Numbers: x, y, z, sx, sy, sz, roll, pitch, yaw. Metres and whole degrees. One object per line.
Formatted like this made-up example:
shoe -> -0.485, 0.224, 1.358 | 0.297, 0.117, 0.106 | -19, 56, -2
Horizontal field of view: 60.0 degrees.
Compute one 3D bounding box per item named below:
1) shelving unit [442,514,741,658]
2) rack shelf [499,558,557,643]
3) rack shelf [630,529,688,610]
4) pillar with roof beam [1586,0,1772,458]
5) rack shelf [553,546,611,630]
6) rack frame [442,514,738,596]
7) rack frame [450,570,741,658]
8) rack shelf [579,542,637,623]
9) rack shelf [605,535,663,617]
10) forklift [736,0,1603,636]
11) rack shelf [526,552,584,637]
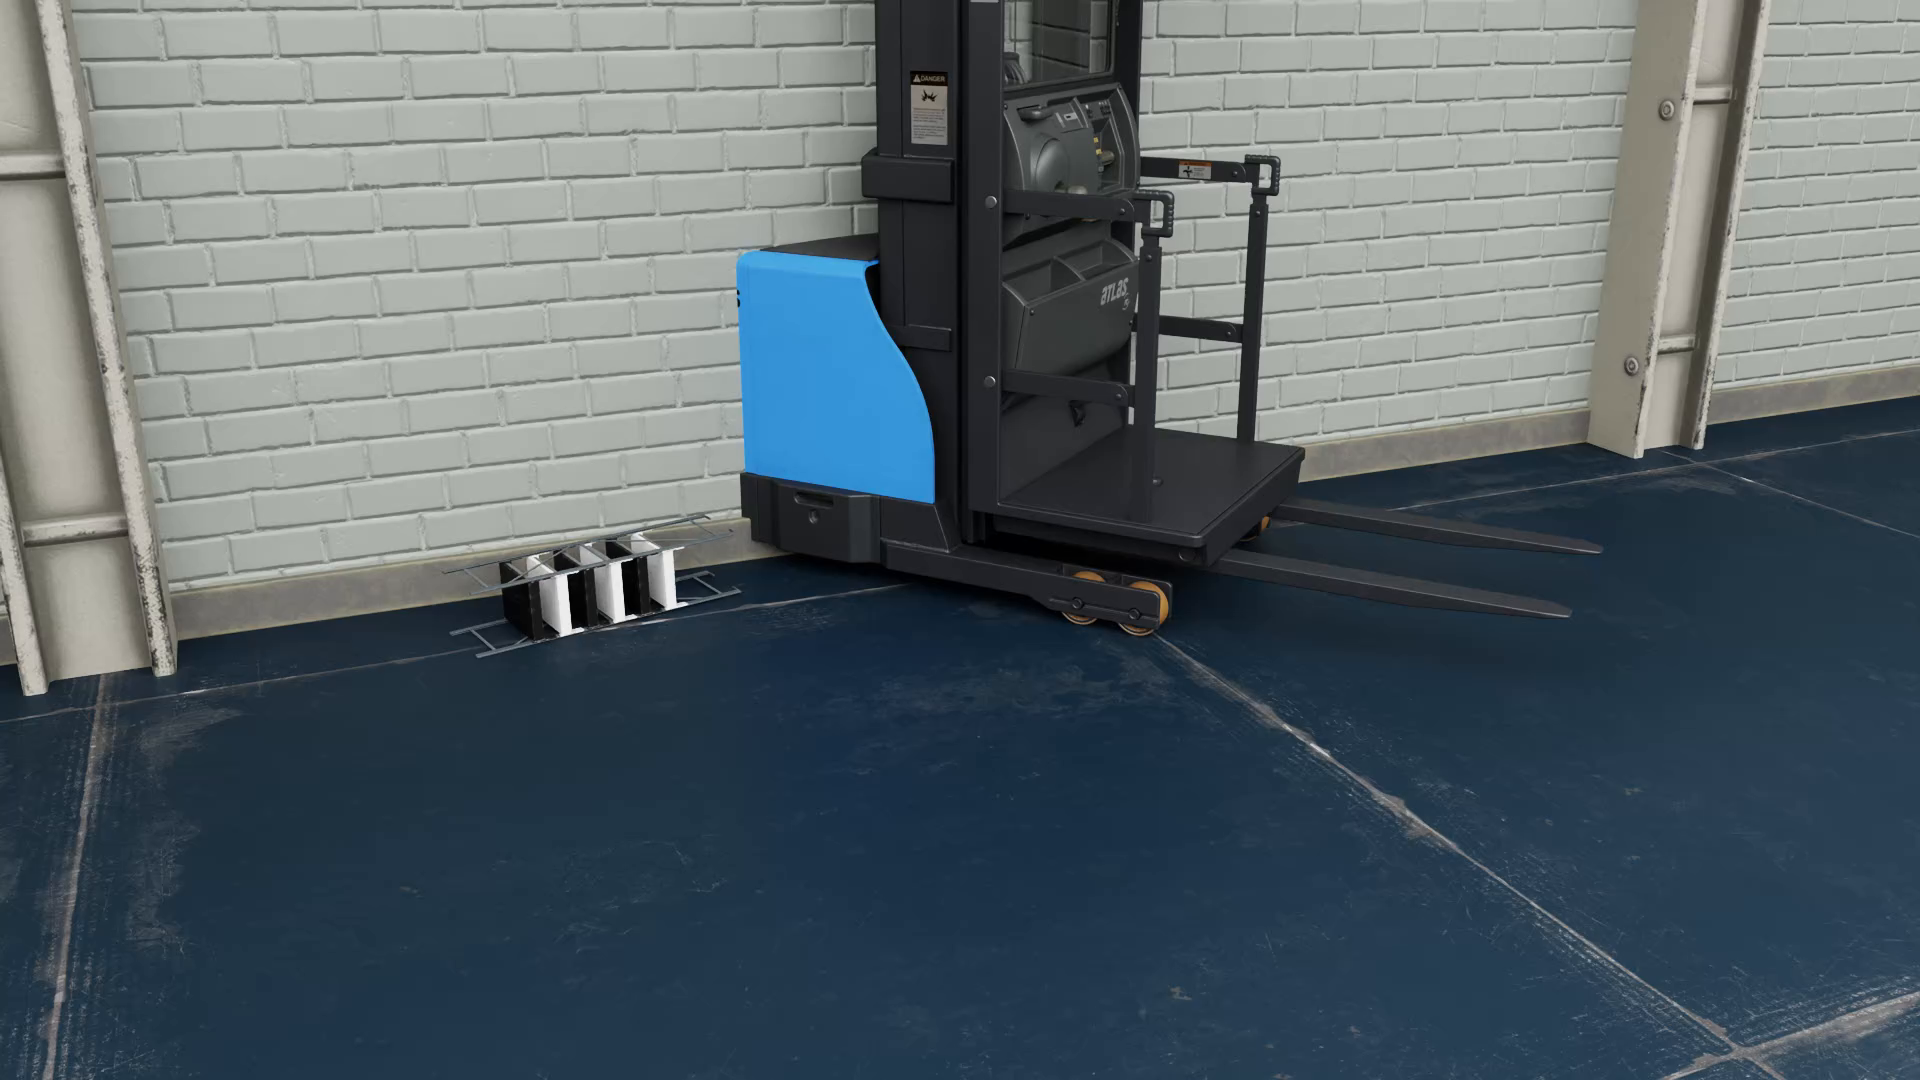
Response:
shelving unit -> -1.159, 0.135, 5.312 | 0.900, 0.210, 0.258 | -14, 24, -33
rack shelf -> -1.351, 0.183, 5.182 | 0.077, 0.200, 0.258 | -14, 24, -33
rack shelf -> -0.987, 0.091, 5.429 | 0.077, 0.200, 0.258 | -14, 24, -33
pillar with roof beam -> 4.660, -3.347, 1.980 | 0.400, 9.000, 9.100 | -8, 21, -22
rack shelf -> -1.205, 0.146, 5.281 | 0.077, 0.200, 0.258 | -14, 24, -33
rack frame -> -1.160, 0.039, 5.278 | 0.900, 0.006, 0.240 | -14, 24, -33
rack frame -> -1.159, 0.230, 5.346 | 0.900, 0.006, 0.240 | -14, 24, -33
rack shelf -> -1.132, 0.128, 5.330 | 0.077, 0.200, 0.258 | -14, 24, -33
rack shelf -> -1.059, 0.110, 5.380 | 0.077, 0.200, 0.258 | -14, 24, -33
forklift -> 0.550, -1.286, 5.260 | 3.031, 2.935, 1.130 | 10, 22, 26
rack shelf -> -1.278, 0.164, 5.231 | 0.077, 0.200, 0.258 | -14, 24, -33
